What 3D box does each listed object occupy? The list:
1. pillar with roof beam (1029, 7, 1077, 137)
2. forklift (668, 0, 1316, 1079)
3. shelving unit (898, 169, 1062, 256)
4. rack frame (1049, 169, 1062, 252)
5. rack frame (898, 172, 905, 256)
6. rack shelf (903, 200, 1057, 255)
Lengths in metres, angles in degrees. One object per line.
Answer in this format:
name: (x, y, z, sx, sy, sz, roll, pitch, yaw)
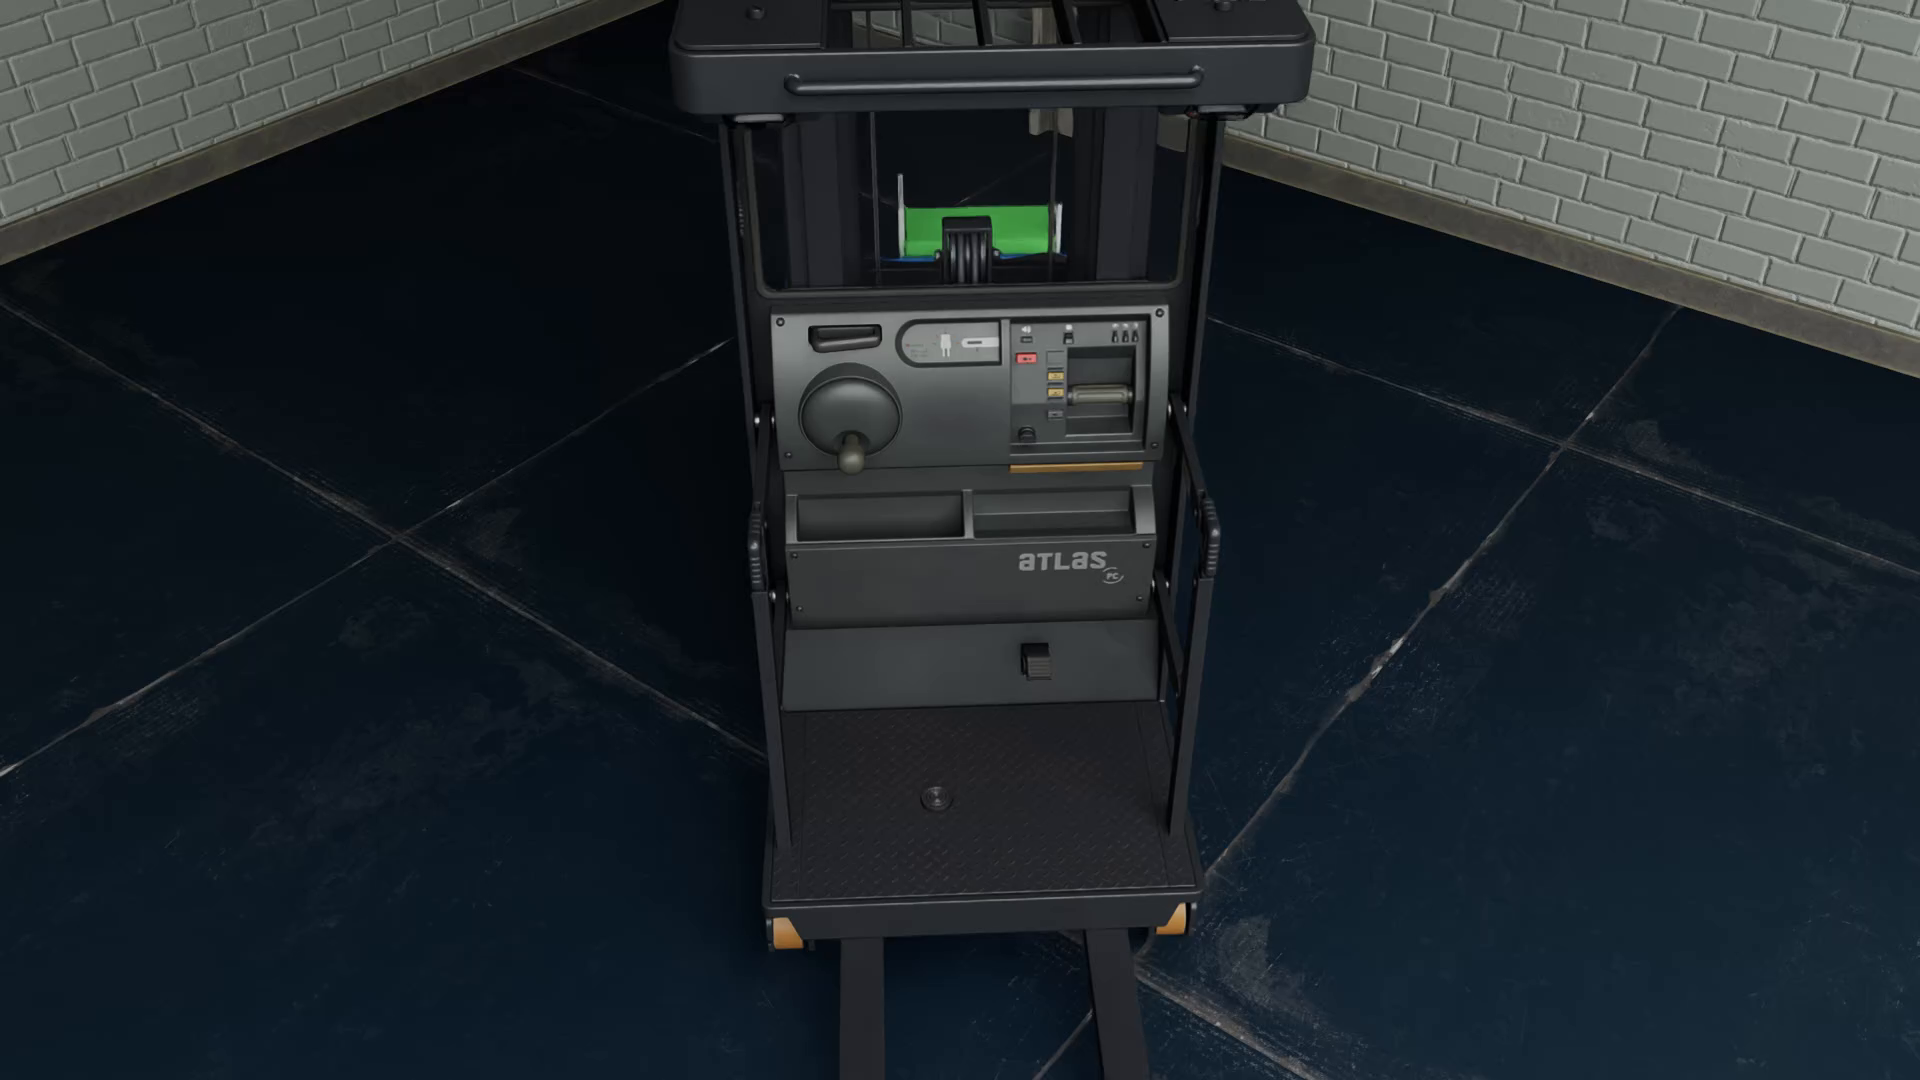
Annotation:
pillar with roof beam: (-2.023, -3.489, 2.907, 0.400, 9.000, 9.100, 25, 45, 29)
forklift: (0.039, -0.288, 3.740, 1.130, 2.935, 3.031, -2, 38, -2)
shelving unit: (0.058, -0.633, 5.585, 0.503, 1.200, 0.258, -2, 38, -2)
rack frame: (0.301, -0.640, 5.594, 0.015, 1.200, 0.240, -2, 38, -2)
rack frame: (-0.186, -0.626, 5.576, 0.015, 1.200, 0.240, -2, 38, -2)
rack shelf: (0.058, -0.961, 5.329, 0.480, 0.148, 0.258, -2, 38, -2)
